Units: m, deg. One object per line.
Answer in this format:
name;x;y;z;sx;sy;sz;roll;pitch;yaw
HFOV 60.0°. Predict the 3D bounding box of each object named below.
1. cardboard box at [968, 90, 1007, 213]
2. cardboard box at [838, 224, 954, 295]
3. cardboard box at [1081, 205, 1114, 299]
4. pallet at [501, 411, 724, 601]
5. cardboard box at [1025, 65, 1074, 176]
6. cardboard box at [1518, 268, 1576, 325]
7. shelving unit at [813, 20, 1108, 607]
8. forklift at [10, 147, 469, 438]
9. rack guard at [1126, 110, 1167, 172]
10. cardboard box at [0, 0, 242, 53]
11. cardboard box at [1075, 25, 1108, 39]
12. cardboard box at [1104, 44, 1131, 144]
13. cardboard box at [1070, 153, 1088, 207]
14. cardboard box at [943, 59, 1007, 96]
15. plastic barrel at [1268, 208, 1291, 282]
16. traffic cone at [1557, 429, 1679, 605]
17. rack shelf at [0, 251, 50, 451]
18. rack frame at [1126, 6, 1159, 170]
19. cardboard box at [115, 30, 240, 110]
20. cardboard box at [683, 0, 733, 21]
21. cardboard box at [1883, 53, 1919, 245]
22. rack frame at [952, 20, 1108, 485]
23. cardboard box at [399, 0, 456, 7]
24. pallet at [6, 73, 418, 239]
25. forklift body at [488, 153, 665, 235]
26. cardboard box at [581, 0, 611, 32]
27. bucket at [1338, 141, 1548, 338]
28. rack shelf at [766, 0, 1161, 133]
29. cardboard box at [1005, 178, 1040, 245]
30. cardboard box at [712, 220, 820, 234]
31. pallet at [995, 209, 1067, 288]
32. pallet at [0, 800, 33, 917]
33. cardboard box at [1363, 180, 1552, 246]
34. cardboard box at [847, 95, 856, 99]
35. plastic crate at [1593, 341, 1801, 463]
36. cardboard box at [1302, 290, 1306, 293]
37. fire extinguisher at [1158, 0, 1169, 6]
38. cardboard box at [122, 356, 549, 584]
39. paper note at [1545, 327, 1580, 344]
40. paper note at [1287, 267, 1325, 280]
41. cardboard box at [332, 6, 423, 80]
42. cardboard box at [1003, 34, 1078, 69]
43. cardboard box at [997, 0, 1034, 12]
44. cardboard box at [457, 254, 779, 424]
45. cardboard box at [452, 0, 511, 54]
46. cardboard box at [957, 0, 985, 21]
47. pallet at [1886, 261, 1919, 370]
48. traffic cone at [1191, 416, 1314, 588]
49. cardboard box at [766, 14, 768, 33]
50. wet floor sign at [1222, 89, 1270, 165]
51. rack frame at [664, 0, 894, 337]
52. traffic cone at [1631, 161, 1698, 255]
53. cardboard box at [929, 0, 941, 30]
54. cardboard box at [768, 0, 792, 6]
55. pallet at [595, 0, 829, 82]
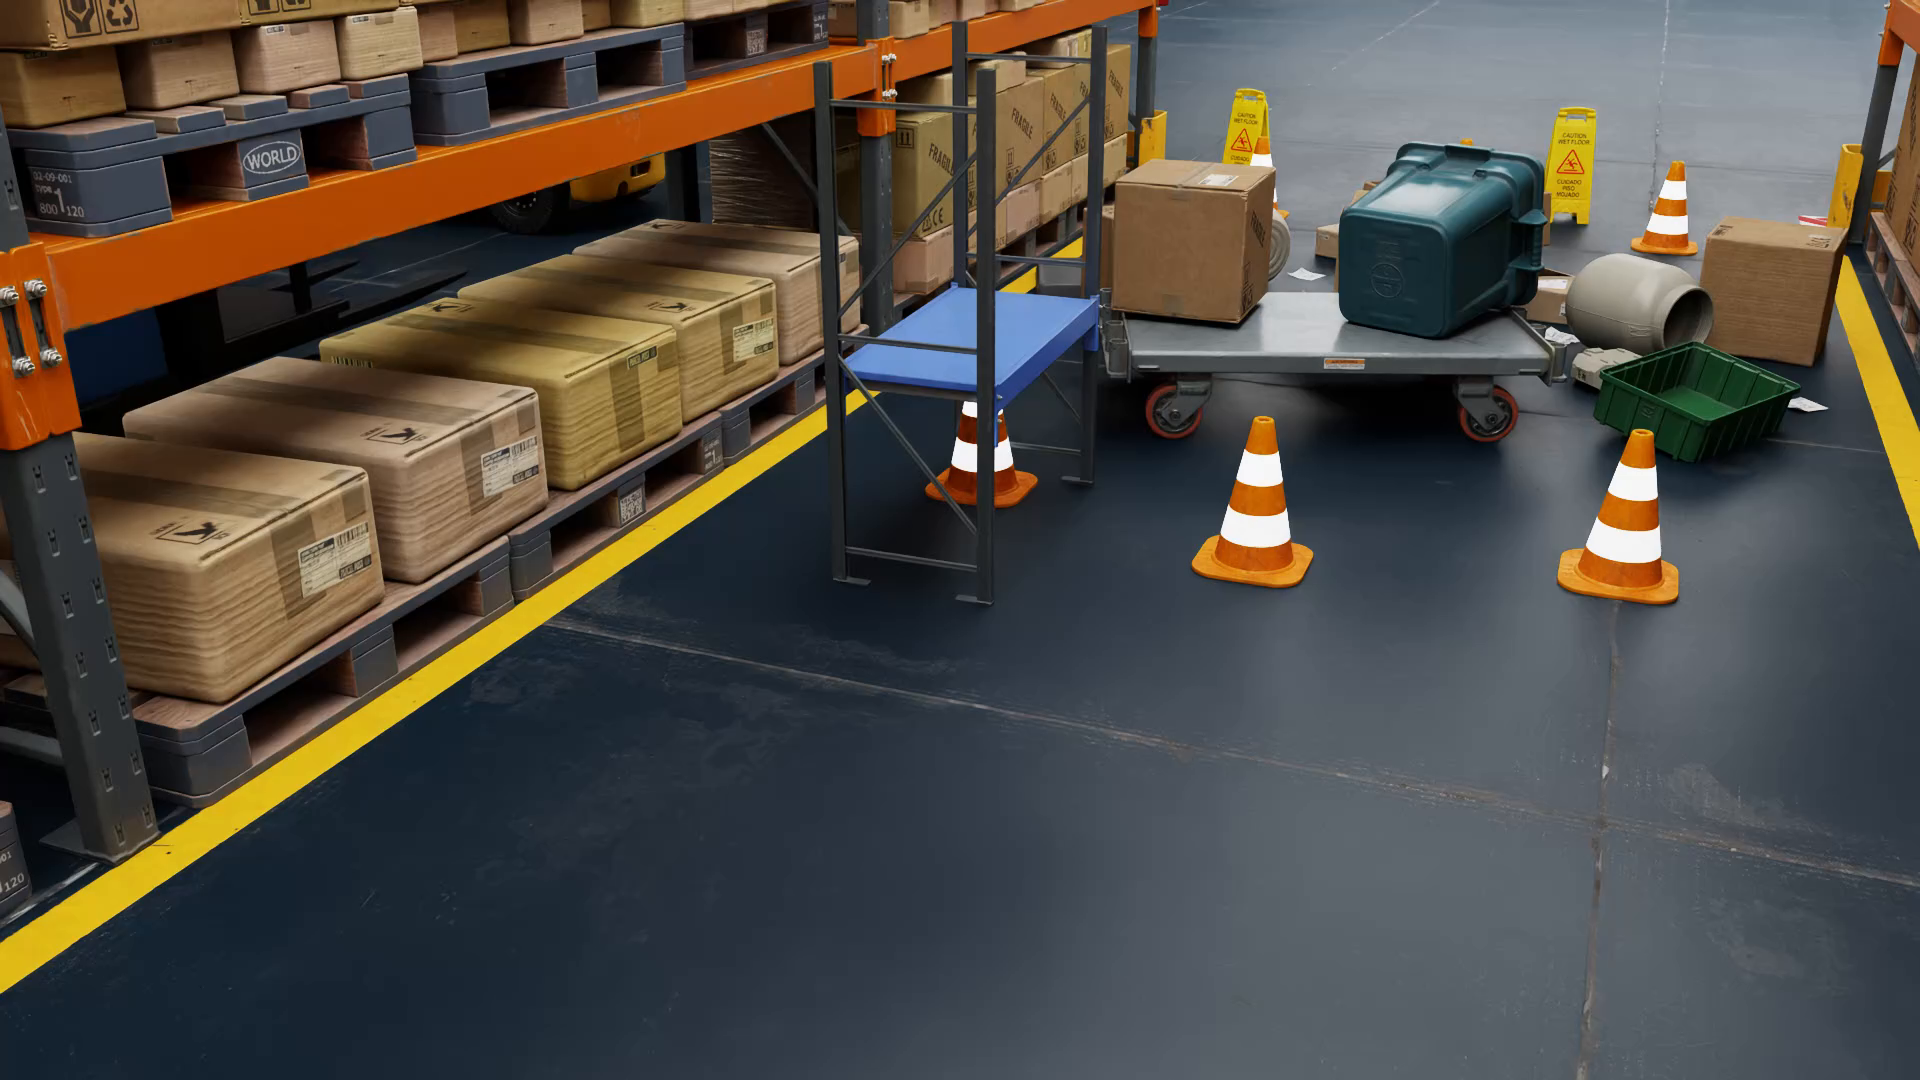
cardboard box;-0.107;-1.844;7.822;0.500;0.500;0.500;10;25;22
cardboard box;-0.295;-1.304;7.503;0.500;0.250;0.500;8;24;18
cardboard box;0.897;-1.243;7.574;0.500;0.500;0.500;-12;25;-26
pallet;-1.504;-0.203;5.463;1.003;0.211;1.213;9;24;20
cardboard box;0.281;-2.218;8.719;0.500;0.500;0.500;8;24;19
cardboard box;2.797;-1.151;7.662;0.396;0.266;0.258;13;26;29
shelving unit;0.037;-0.726;5.023;0.538;1.500;1.048;8;25;19
forklift;-3.098;-1.882;5.953;1.130;2.935;3.031;8;24;19
rack guard;0.693;-2.458;10.485;1.175;0.500;0.348;9;24;20
cardboard box;-1.869;-1.280;3.363;0.500;0.500;0.500;8;24;19
cardboard box;0.592;-2.744;9.135;0.380;0.149;0.250;10;24;22
cardboard box;0.666;-2.585;9.597;0.500;0.500;0.500;9;24;20
cardboard box;0.471;-2.051;9.291;0.500;0.250;0.500;9;24;20
cardboard box;-0.004;-2.170;7.761;0.380;0.149;0.250;10;25;22
plastic barrel;1.359;-1.494;8.276;0.421;0.421;0.512;-12;25;-26
traffic cone;1.968;-0.100;4.889;0.336;0.463;0.334;9;24;20
rack shelf;-2.993;0.272;1.640;1.077;0.370;4.000;9;24;20
rack frame;0.721;-3.638;10.068;1.000;3.000;0.127;9;24;20
cardboard box;-1.821;-1.039;3.627;0.380;0.149;0.250;7;24;17
cardboard box;-0.968;-1.780;5.401;0.380;0.149;0.250;9;24;20
cardboard box;5.164;-1.927;8.183;0.875;0.875;0.875;9;24;20
rack frame;0.217;-0.915;5.459;0.500;1.500;0.032;8;25;19
cardboard box;-1.490;-1.659;4.269;0.500;0.500;0.500;9;24;21
pallet;-2.085;-0.957;3.899;1.213;0.211;1.003;9;24;20
forklift body;-2.899;-3.016;9.680;2.313;2.155;1.214;9;24;20
cardboard box;-1.285;-1.618;5.014;0.380;0.149;0.250;8;24;18
bucket;1.779;-1.104;6.276;0.726;0.611;0.620;19;39;38
rack shelf;-0.022;-2.591;8.493;1.077;0.370;4.000;9;24;20
cardboard box;0.087;-1.687;8.420;0.500;0.250;0.500;8;24;19
cardboard box;-0.795;-1.382;7.689;0.500;0.250;0.500;10;25;22
pallet;-0.096;-1.604;8.815;1.003;0.211;1.213;9;24;20
pallet;-2.613;0.783;3.102;1.003;0.211;1.213;9;24;20
cardboard box;2.419;-1.495;8.177;0.797;0.503;0.637;-7;24;-17
cardboard box;-0.607;-1.910;7.981;0.500;0.500;0.500;9;24;21
plastic crate;2.717;-0.513;6.160;0.662;0.188;0.450;-17;38;-35
cardboard box;1.531;-0.929;7.131;0.258;0.266;0.396;-7;24;-17
fire extinguisher;1.191;-3.577;10.023;0.296;0.674;0.183;9;24;20
cardboard box;-1.765;-0.223;4.756;0.950;0.372;0.625;8;24;19
paper note;2.674;-0.909;7.396;0.172;0.023;0.155;19;29;38
paper note;1.763;-1.357;8.474;0.148;0.019;0.142;19;29;38
cardboard box;-1.555;-1.226;4.075;0.380;0.149;0.250;9;24;20
cardboard box;0.396;-2.560;8.695;0.380;0.149;0.250;10;25;22
cardboard box;0.134;-2.614;7.942;0.380;0.149;0.250;9;24;20
cardboard box;-1.221;-0.742;6.000;0.950;0.372;0.625;10;25;23
cardboard box;-1.469;-1.430;4.563;0.380;0.149;0.250;10;25;22
cardboard box;-0.110;-2.438;7.522;0.380;0.149;0.250;10;25;22
pallet;4.675;-0.947;7.242;1.003;0.211;1.213;9;24;20
traffic cone;0.895;-0.145;4.997;0.336;0.463;0.334;9;24;20
cardboard box;-0.928;-2.250;7.070;0.380;0.149;0.250;9;24;20
wet floor sign;1.785;-2.467;10.318;0.267;0.644;0.232;19;29;38
rack frame;-0.765;-2.207;6.641;1.000;3.000;0.127;9;24;20
traffic cone;3.839;-1.808;8.979;0.336;0.463;0.334;9;24;20
cardboard box;-0.304;-2.255;7.084;0.380;0.149;0.250;10;24;22
cardboard box;-0.814;-1.969;5.854;0.380;0.149;0.250;8;24;18
pallet;-1.184;-1.866;6.073;1.003;0.211;1.213;9;24;20
